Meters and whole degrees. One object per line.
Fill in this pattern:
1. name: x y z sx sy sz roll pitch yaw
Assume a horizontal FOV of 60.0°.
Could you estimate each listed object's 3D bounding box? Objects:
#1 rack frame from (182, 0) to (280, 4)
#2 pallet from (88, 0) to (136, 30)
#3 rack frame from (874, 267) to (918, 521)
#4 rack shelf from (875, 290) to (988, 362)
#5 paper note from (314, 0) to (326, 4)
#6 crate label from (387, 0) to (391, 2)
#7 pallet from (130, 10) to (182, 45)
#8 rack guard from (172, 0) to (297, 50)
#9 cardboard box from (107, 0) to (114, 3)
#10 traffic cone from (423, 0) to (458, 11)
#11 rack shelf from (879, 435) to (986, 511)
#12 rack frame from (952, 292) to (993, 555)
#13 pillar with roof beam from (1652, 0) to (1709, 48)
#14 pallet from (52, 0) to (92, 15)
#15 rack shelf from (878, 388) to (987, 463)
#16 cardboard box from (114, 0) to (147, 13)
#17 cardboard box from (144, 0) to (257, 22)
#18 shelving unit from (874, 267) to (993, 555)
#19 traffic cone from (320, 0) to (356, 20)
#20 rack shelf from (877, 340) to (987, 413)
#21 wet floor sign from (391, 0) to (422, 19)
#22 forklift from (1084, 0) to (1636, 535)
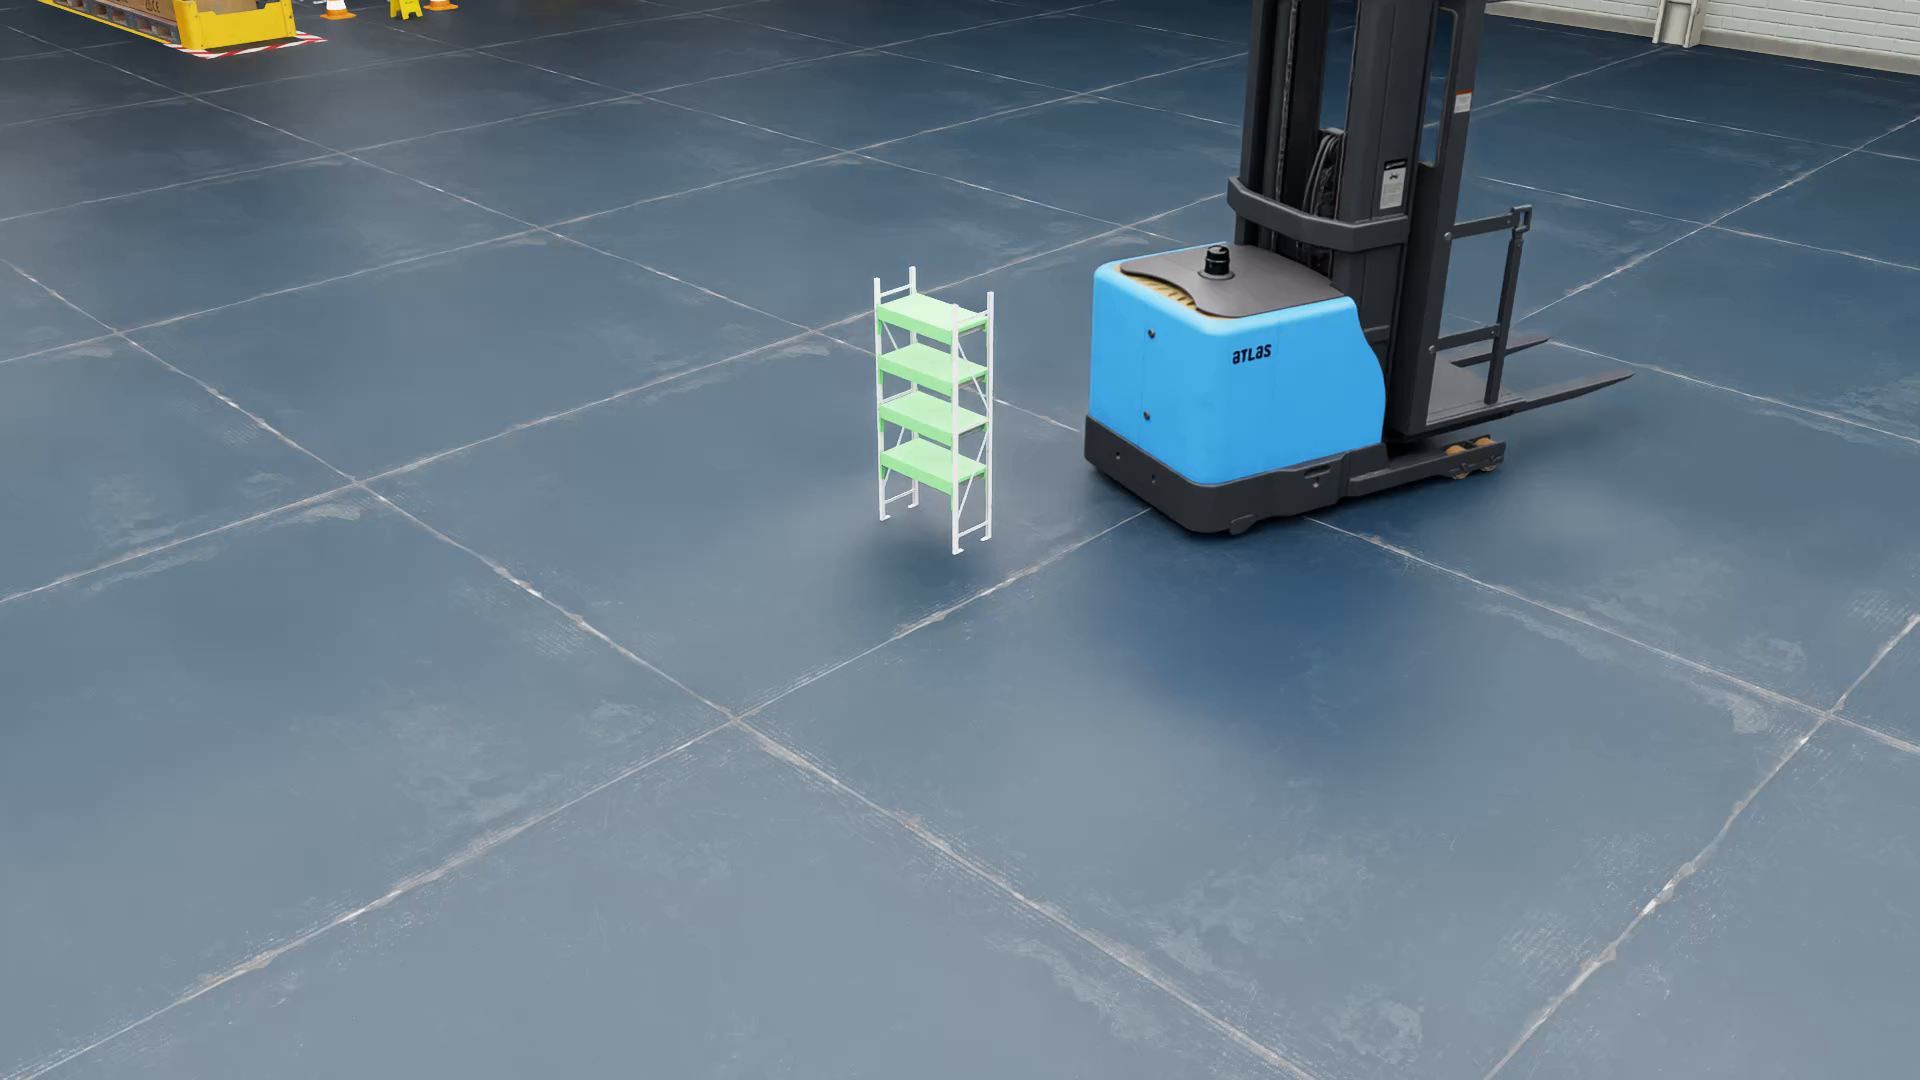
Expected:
1. rack frame: -7.836 -6.760 17.384 0.127 3.000 1.000 25 36 38
2. pallet: -9.327 -6.159 19.237 1.213 0.211 1.003 25 36 38
3. rack frame: -0.292 -0.665 7.725 0.015 1.200 0.240 25 36 38
4. rack shelf: -0.118 -0.953 7.380 0.480 0.148 0.258 25 36 38
5. paper note: -7.734 -6.507 20.094 0.144 0.017 0.142 -13 30 -22
6. crate label: -6.789 -6.638 20.227 0.298 0.136 0.250 7 29 13
7. pallet: -8.461 -5.761 18.480 1.213 0.211 1.003 25 36 38
8. rack guard: -7.819 -5.646 17.951 0.348 0.500 1.175 25 36 38
9. cardboard box: -9.644 -6.790 19.271 0.875 0.875 0.875 25 37 39
10. traffic cone: -6.185 -6.546 19.702 0.334 0.463 0.336 25 36 38
11. rack shelf: -0.118 -0.316 7.715 0.480 0.148 0.258 25 36 38
12. rack frame: 0.056 -0.505 7.422 0.015 1.200 0.240 25 36 38
13. pillar with roof beam: 4.713 -7.922 13.147 0.400 9.000 9.100 25 36 38
14. pallet: -10.201 -6.557 19.994 1.213 0.211 1.003 25 36 38
15. rack shelf: -0.118 -0.529 7.603 0.480 0.148 0.258 25 36 38
16. cardboard box: -8.995 -6.492 18.704 0.875 0.875 0.875 24 36 38
17. cardboard box: -8.366 -6.205 18.160 0.875 0.875 0.875 25 37 39
18. shelving unit: -0.118 -0.585 7.573 0.503 1.200 0.258 25 36 38
19. traffic cone: -7.219 -6.282 19.200 0.334 0.463 0.336 25 36 38
20. rack shelf: -0.118 -0.741 7.492 0.480 0.148 0.258 25 36 38
21. wet floor sign: -6.427 -6.366 19.164 0.232 0.644 0.267 18 33 30
22. forklift: 2.168 -1.800 8.025 3.031 2.935 1.130 -14 31 -25
